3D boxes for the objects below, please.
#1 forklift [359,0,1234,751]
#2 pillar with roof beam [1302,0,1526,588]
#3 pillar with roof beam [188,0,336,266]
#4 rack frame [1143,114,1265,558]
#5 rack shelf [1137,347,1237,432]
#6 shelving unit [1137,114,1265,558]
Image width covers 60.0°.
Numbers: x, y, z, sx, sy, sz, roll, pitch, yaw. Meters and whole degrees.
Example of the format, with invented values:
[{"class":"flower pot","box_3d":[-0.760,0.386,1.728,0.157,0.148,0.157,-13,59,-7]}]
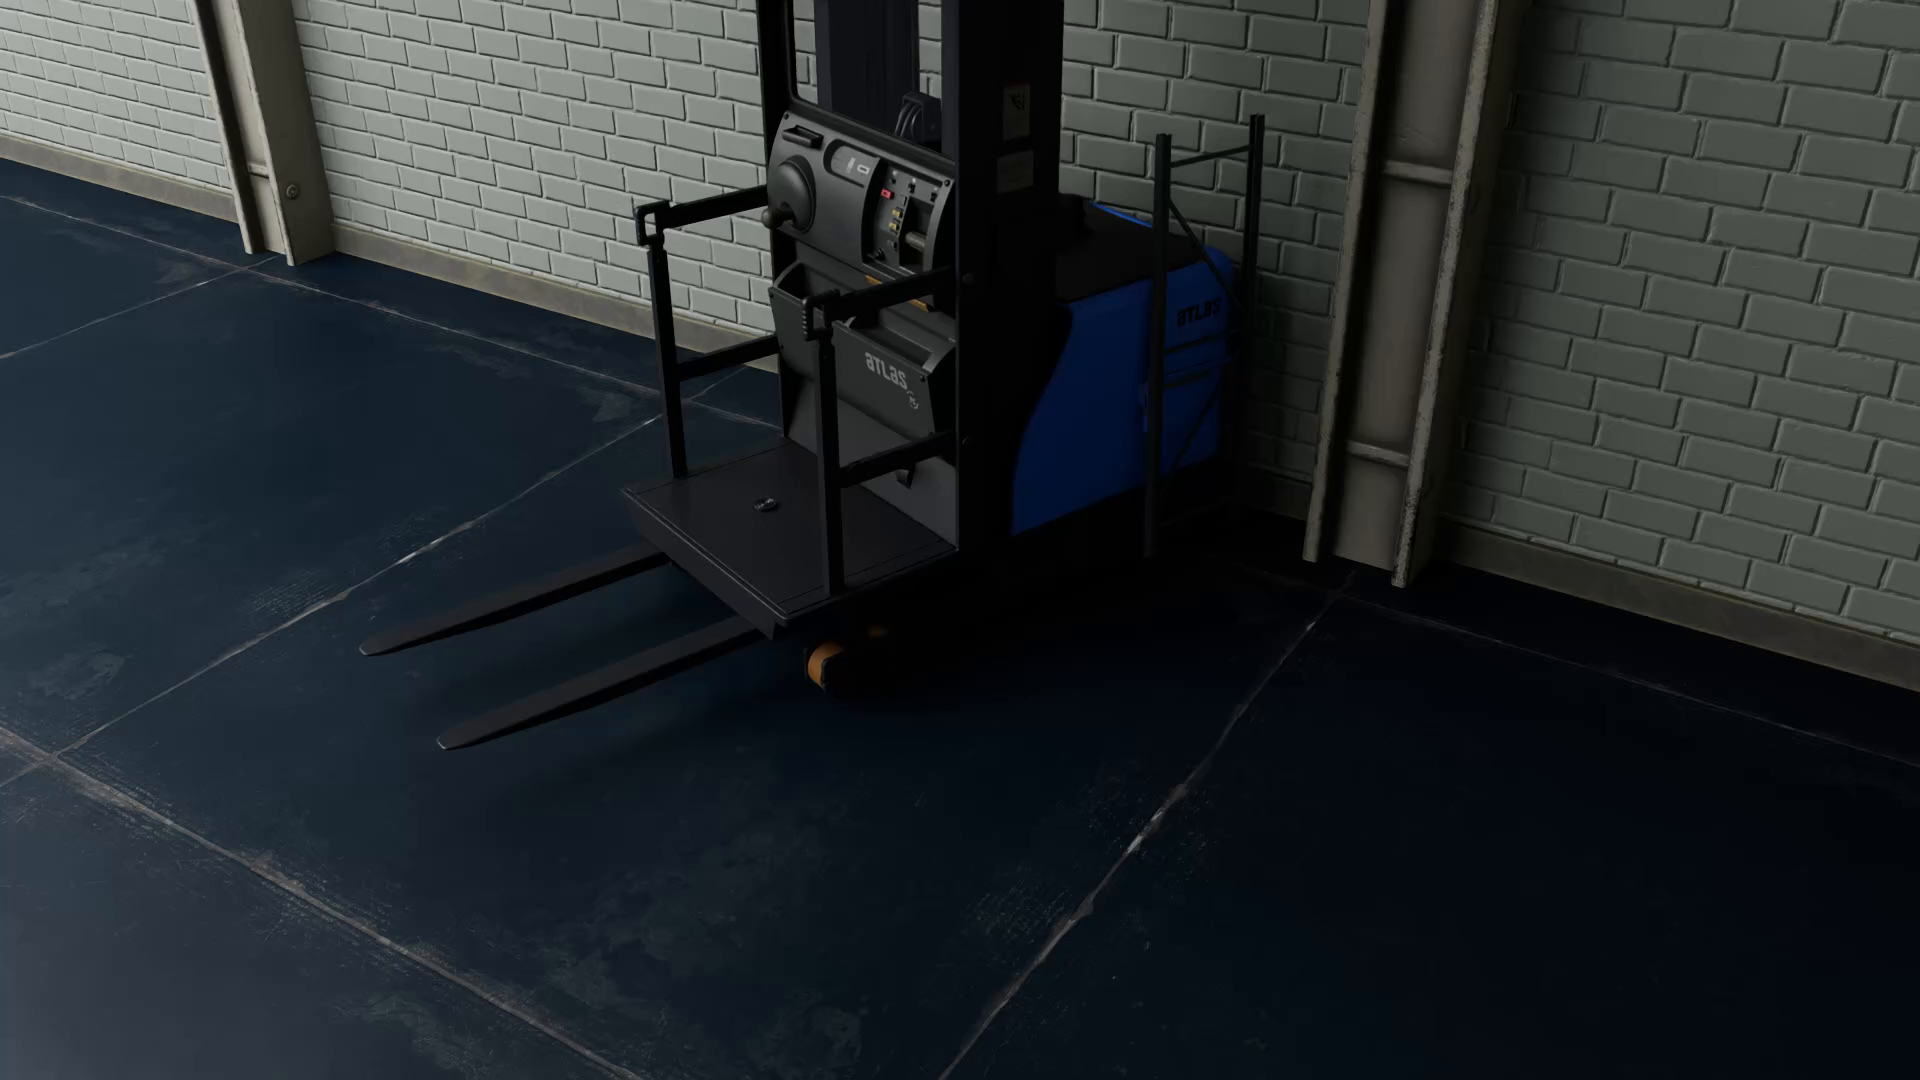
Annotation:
[{"class":"forklift","box_3d":[-0.493,-1.072,5.180,3.031,2.935,1.130,-21,36,-32]},{"class":"pillar with roof beam","box_3d":[-0.779,-1.994,0.737,0.400,9.000,9.100,18,35,27]},{"class":"pillar with roof beam","box_3d":[-5.861,-3.601,3.492,0.400,9.000,9.100,18,35,27]},{"class":"rack frame","box_3d":[0.844,-0.690,5.798,0.500,1.500,0.032,-21,31,-35]},{"class":"rack shelf","box_3d":[0.520,-0.686,6.229,0.538,0.185,1.000,-21,31,-35]},{"class":"shelving unit","box_3d":[0.517,-0.849,6.153,0.538,1.500,1.048,-21,31,-35]}]
